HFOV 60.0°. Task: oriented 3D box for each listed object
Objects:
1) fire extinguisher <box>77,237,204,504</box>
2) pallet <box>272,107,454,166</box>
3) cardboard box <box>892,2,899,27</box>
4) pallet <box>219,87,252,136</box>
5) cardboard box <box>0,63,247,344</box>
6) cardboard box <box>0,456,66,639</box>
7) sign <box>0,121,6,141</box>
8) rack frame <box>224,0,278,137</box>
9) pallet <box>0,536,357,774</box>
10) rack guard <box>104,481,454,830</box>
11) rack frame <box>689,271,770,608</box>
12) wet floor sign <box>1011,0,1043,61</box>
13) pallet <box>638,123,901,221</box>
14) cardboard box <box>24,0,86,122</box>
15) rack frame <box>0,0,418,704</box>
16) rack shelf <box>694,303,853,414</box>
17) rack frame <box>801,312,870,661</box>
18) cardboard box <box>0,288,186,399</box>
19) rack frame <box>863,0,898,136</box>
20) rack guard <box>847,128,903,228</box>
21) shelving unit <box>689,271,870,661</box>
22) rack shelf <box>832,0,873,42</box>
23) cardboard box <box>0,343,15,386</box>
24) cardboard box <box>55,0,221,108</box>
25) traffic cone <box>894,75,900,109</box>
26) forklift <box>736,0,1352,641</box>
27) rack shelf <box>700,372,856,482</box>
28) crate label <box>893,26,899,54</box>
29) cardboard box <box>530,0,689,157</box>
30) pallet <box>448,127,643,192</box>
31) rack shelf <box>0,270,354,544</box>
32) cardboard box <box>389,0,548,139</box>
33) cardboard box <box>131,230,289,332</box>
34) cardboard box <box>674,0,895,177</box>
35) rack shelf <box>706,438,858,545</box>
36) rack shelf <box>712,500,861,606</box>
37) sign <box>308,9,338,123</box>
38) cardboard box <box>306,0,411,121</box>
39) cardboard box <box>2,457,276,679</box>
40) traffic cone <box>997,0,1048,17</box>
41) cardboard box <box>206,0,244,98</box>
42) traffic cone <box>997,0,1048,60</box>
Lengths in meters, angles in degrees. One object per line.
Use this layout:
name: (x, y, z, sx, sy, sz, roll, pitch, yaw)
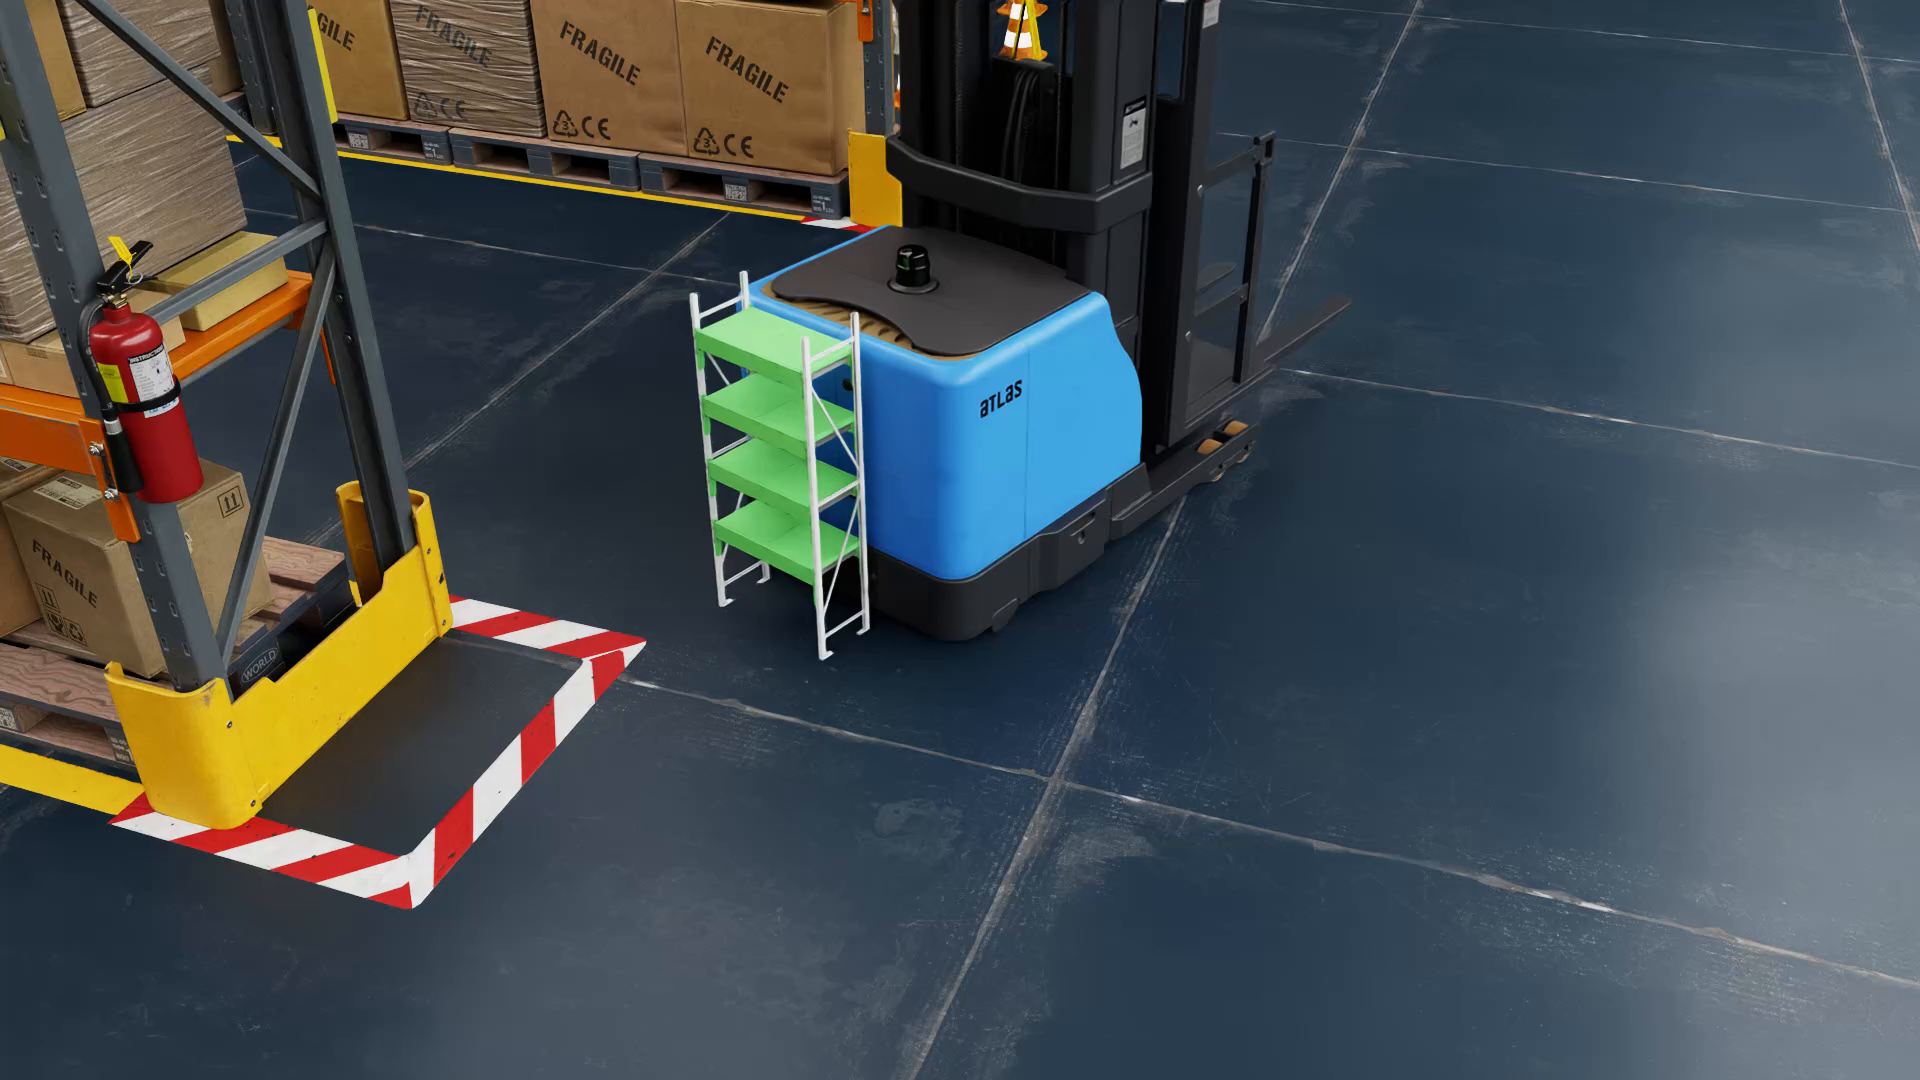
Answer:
fire extinguisher: (-2.084, -0.419, 4.205, 0.183, 0.674, 0.296, 11, 34, 16)
pallet: (-3.344, -2.603, 10.088, 1.213, 0.211, 1.003, 11, 34, 16)
cardboard box: (-0.607, -3.779, 11.966, 0.380, 0.149, 0.250, -25, 40, -33)
pallet: (-4.785, -2.885, 10.524, 1.213, 0.211, 1.003, 11, 34, 16)
cardboard box: (-2.544, -0.990, 4.651, 0.500, 0.500, 0.875, 11, 34, 16)
cardboard box: (-3.192, -0.049, 5.478, 0.500, 0.500, 0.500, 21, 38, 29)
sign: (-2.242, -1.047, 3.748, 0.005, 0.325, 0.100, 11, 34, 16)
rack frame: (-4.033, -3.954, 9.609, 0.127, 3.000, 1.000, 11, 34, 16)
pallet: (-2.860, 0.283, 5.617, 1.213, 0.211, 1.003, 11, 34, 16)
rack guard: (-2.108, 0.328, 5.281, 0.348, 0.500, 1.175, 11, 34, 16)
rack frame: (-0.771, -0.317, 5.634, 0.015, 1.200, 0.240, 24, 40, 32)
wet floor sign: (0.428, -3.239, 10.671, 0.232, 0.644, 0.267, 5, 33, 8)
pallet: (-1.047, -2.157, 9.396, 1.213, 0.211, 1.003, 11, 34, 16)
cardboard box: (-2.637, -1.269, 4.163, 0.500, 0.500, 0.500, 11, 34, 16)
rack frame: (-2.036, -0.708, 4.581, 0.127, 3.000, 1.000, 11, 34, 16)
rack shelf: (-0.583, -0.582, 5.278, 0.480, 0.148, 0.258, 24, 40, 32)
rack frame: (-0.395, -0.148, 5.373, 0.015, 1.200, 0.240, 24, 40, 32)
cardboard box: (-2.374, -0.549, 4.567, 0.250, 0.149, 0.380, 11, 34, 16)
rack frame: (-0.268, -3.222, 8.475, 0.127, 3.000, 1.000, 11, 34, 16)
rack guard: (-0.245, -2.168, 9.146, 0.348, 0.500, 1.175, 11, 34, 16)
shelving unit: (-0.583, -0.232, 5.504, 0.503, 1.200, 0.258, 24, 40, 32)
rack shelf: (-2.150, -3.286, 9.237, 4.000, 0.370, 1.077, 11, 34, 16)
cardboard box: (-2.609, -0.595, 4.638, 0.250, 0.149, 0.380, 11, 34, 16)
cardboard box: (-2.462, -1.535, 4.574, 0.500, 0.500, 0.500, 11, 34, 16)
traffic cone: (-0.288, -2.979, 10.437, 0.334, 0.463, 0.336, 11, 34, 16)
forklift: (0.556, -1.619, 6.056, 1.130, 2.935, 3.031, 24, 40, 32)
rack shelf: (-0.583, -0.380, 5.408, 0.480, 0.148, 0.258, 24, 40, 32)
crate label: (-0.348, -3.469, 11.496, 0.298, 0.136, 0.250, -6, 33, -9)
cardboard box: (-1.757, -2.756, 9.325, 0.875, 0.875, 0.875, 10, 34, 16)
pallet: (-2.191, -2.381, 9.743, 1.213, 0.211, 1.003, 11, 34, 16)
rack shelf: (-3.919, -0.772, 5.343, 4.000, 0.370, 1.077, 11, 34, 16)
cardboard box: (-2.615, -2.924, 9.585, 0.875, 0.875, 0.875, 11, 35, 17)
cardboard box: (-2.224, -0.776, 4.919, 0.250, 0.149, 0.380, 11, 34, 16)
cardboard box: (-0.928, -2.596, 9.077, 0.875, 0.875, 0.875, 11, 35, 17)
rack shelf: (-0.583, -0.179, 5.538, 0.480, 0.148, 0.258, 24, 40, 32)
rack shelf: (-0.583, 0.023, 5.669, 0.480, 0.148, 0.258, 24, 40, 32)
sign: (-1.853, -1.349, 4.775, 0.005, 0.325, 0.100, 11, 34, 16)
cardboard box: (-3.465, -3.087, 9.838, 0.875, 0.875, 0.875, 12, 35, 17)
cardboard box: (-2.618, 0.043, 5.335, 0.500, 0.500, 0.500, 18, 37, 25)
traffic cone: (0.467, -4.122, 12.208, 0.334, 0.463, 0.336, 11, 34, 16)
cardboard box: (-4.648, -3.253, 10.210, 0.750, 0.750, 1.050, 11, 34, 16)
traffic cone: (0.413, -3.493, 11.234, 0.334, 0.463, 0.336, 11, 34, 16)
